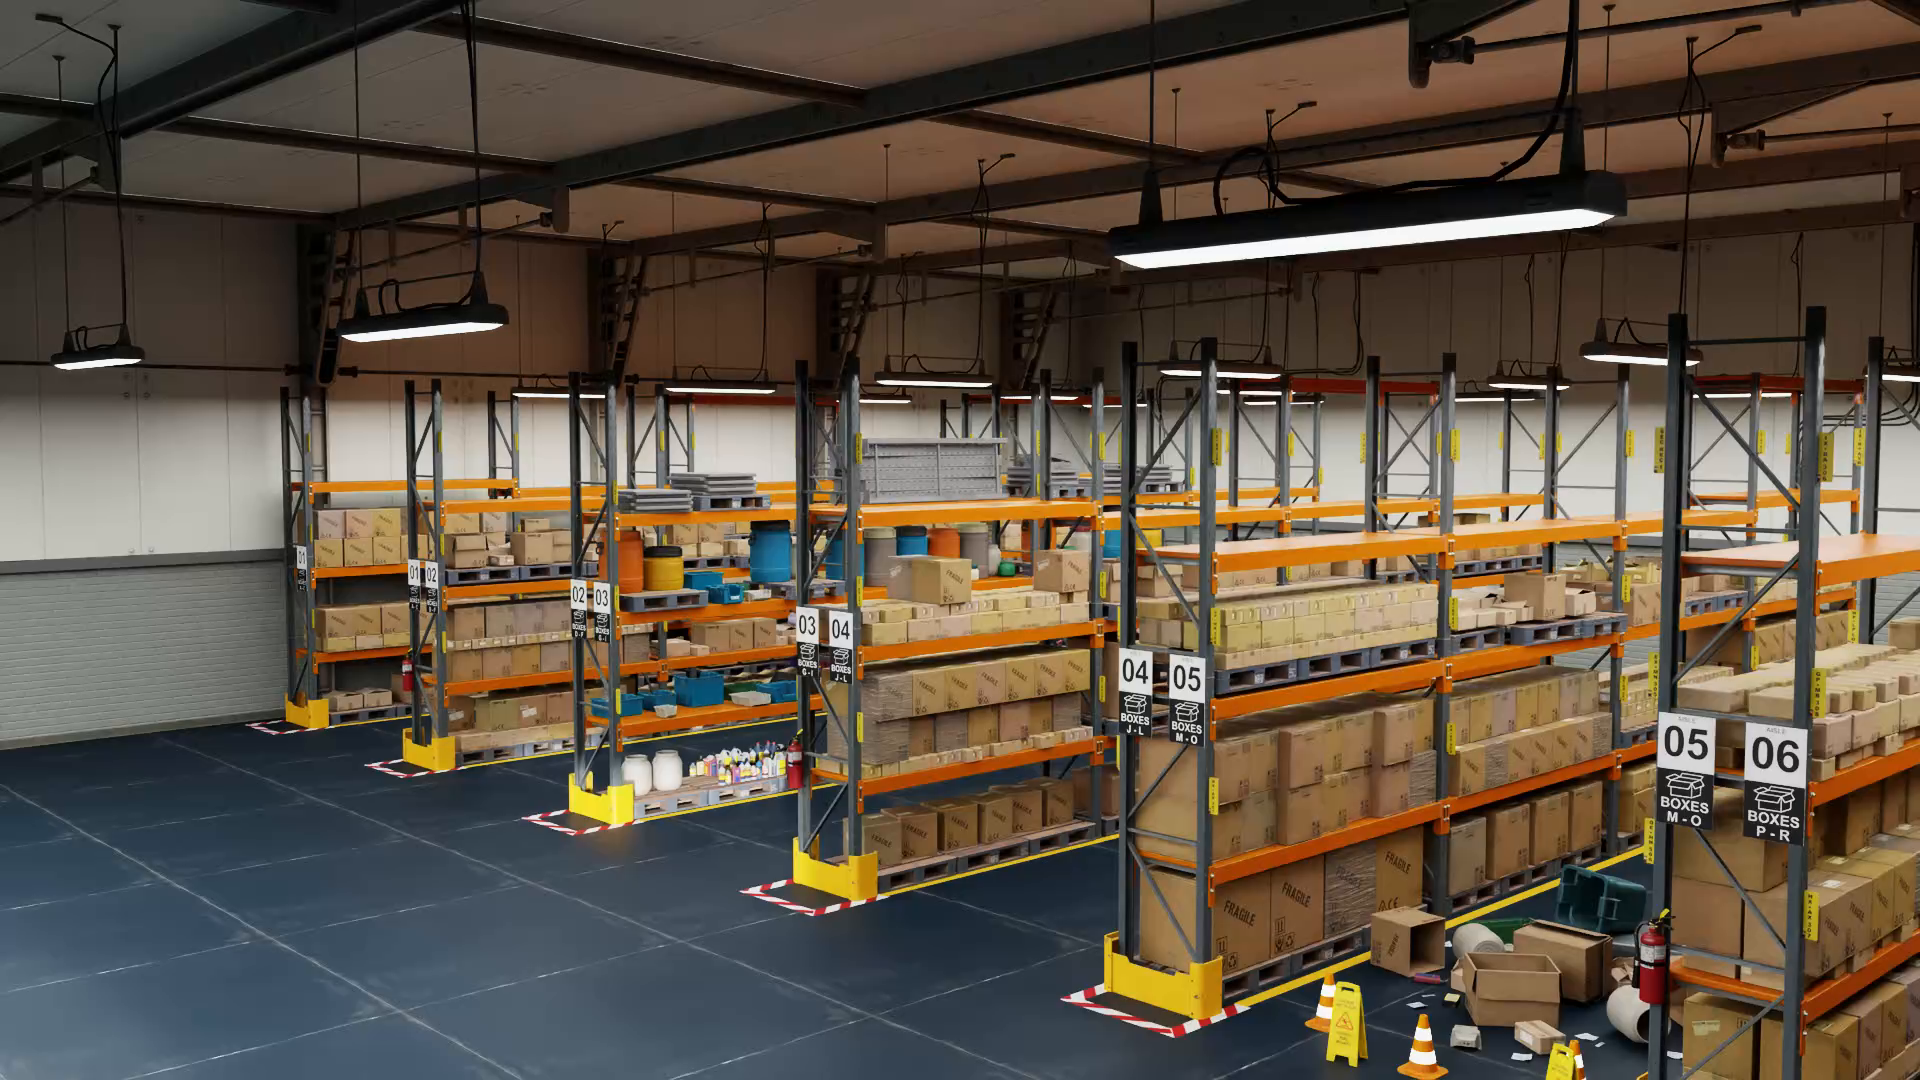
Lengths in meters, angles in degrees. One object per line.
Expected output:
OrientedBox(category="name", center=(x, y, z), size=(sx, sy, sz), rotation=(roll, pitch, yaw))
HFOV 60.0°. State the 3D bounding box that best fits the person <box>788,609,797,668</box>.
OrientedBox(category="person", center=(-3.386, 2.119, 34.744), size=(0.454, 1.636, 0.501), rotation=(0, 4, -1))
